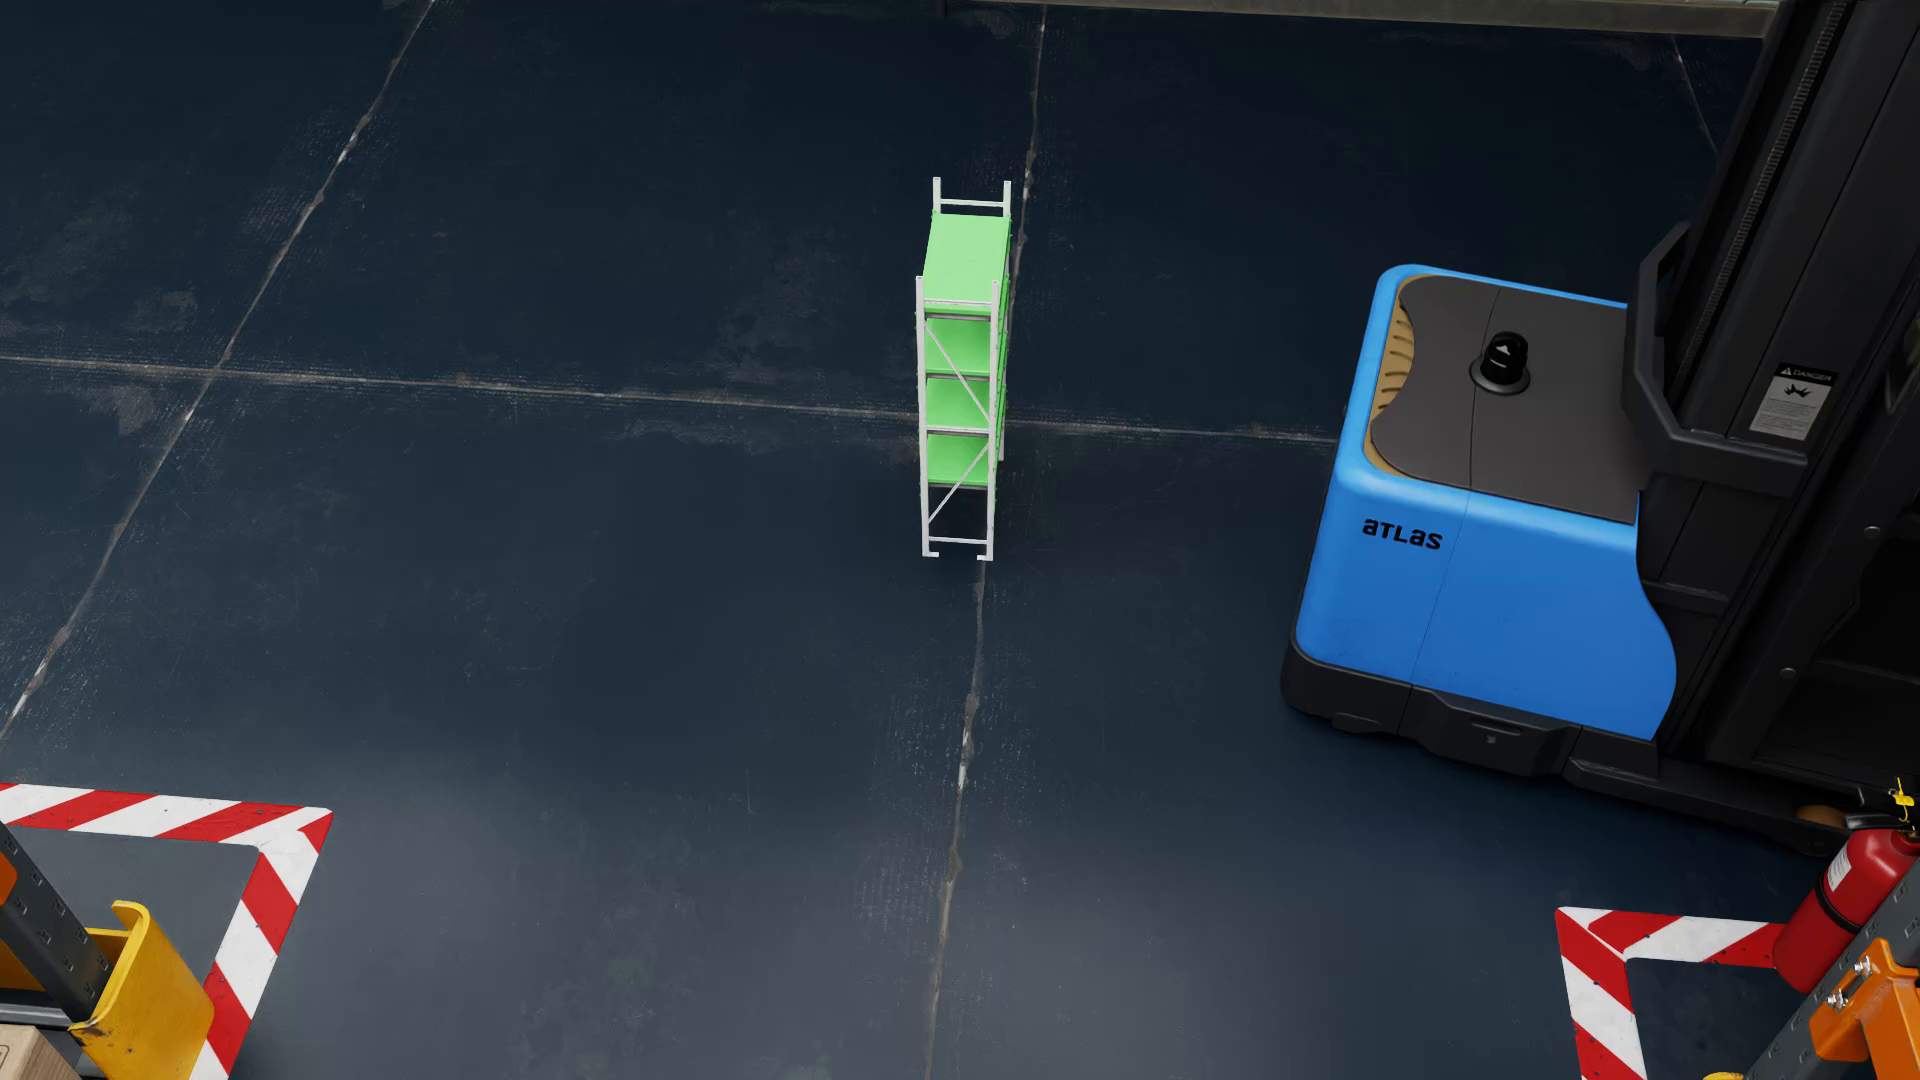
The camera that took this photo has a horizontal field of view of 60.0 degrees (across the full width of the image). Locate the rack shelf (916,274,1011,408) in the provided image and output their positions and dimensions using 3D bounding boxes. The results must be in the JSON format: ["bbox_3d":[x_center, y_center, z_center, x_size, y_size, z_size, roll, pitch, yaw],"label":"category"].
[{"bbox_3d":[0.015,-0.645,5.289,0.258,0.148,0.480,4,48,4],"label":"rack shelf"}]

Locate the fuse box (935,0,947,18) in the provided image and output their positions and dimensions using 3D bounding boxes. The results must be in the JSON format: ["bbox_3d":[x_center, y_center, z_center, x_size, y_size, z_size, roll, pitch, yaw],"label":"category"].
[{"bbox_3d":[-0.068,-3.106,7.431,0.539,1.711,0.414,4,48,4],"label":"fuse box"}]

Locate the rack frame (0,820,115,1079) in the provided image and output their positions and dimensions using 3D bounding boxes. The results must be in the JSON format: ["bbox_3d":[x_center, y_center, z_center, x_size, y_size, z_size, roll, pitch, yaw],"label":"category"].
[{"bbox_3d":[-2.637,0.356,3.391,1.000,3.000,0.127,4,48,4],"label":"rack frame"}]

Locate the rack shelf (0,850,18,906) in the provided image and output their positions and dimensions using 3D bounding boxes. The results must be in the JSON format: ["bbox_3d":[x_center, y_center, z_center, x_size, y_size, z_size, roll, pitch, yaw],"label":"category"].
[{"bbox_3d":[-2.820,2.069,2.313,1.077,0.370,4.000,4,48,4],"label":"rack shelf"}]

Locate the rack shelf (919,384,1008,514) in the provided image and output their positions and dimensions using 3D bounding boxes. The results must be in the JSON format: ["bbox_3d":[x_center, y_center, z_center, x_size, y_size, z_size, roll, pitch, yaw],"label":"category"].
[{"bbox_3d":[0.015,-0.321,5.643,0.258,0.148,0.480,4,48,4],"label":"rack shelf"}]

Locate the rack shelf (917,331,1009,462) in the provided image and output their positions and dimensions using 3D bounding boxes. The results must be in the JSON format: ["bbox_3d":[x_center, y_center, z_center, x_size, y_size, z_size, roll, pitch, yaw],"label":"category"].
[{"bbox_3d":[0.015,-0.483,5.466,0.258,0.148,0.480,4,48,4],"label":"rack shelf"}]

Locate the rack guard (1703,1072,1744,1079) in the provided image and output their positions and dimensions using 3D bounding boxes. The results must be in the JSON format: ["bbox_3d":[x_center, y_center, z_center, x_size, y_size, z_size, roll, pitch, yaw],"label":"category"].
[{"bbox_3d":[2.299,1.587,3.960,1.175,0.500,0.348,4,48,4],"label":"rack guard"}]

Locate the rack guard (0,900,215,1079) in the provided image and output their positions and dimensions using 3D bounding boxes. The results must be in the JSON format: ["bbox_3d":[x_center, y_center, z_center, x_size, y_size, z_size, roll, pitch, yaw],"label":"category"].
[{"bbox_3d":[-2.635,1.182,4.330,1.175,0.500,0.348,4,48,4],"label":"rack guard"}]

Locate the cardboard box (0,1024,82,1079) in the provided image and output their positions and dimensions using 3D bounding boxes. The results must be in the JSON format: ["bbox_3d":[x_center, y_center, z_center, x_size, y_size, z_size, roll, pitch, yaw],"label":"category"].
[{"bbox_3d":[-2.598,1.571,3.732,0.875,0.438,0.875,2,48,2],"label":"cardboard box"}]

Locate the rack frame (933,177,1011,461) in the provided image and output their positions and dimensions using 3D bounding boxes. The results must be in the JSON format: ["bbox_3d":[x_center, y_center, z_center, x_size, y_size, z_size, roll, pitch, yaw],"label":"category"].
[{"bbox_3d":[0.037,-0.706,5.583,0.240,1.200,0.015,4,48,4],"label":"rack frame"}]

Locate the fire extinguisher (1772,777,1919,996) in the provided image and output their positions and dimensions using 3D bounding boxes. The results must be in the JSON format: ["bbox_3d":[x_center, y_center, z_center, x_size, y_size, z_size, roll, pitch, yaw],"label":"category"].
[{"bbox_3d":[1.859,0.700,3.382,0.296,0.674,0.183,4,48,4],"label":"fire extinguisher"}]

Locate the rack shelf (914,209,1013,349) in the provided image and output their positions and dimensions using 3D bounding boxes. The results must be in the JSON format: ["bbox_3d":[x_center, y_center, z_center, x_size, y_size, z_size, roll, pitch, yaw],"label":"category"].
[{"bbox_3d":[0.015,-0.807,5.111,0.258,0.148,0.480,4,48,4],"label":"rack shelf"}]

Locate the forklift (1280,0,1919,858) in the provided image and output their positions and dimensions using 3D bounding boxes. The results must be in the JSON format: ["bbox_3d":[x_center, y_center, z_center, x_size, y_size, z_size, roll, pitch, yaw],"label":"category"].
[{"bbox_3d":[2.581,-0.457,4.181,3.031,2.935,1.130,13,49,12],"label":"forklift"}]

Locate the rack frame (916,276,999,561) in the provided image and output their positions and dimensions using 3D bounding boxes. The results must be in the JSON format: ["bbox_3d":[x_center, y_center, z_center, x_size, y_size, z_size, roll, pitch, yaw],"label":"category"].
[{"bbox_3d":[-0.007,-0.347,5.255,0.240,1.200,0.015,4,48,4],"label":"rack frame"}]

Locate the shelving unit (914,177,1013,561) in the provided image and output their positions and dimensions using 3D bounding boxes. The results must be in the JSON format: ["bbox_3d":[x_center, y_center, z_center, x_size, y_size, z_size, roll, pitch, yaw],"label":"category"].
[{"bbox_3d":[0.015,-0.527,5.419,0.258,1.200,0.503,4,48,4],"label":"shelving unit"}]

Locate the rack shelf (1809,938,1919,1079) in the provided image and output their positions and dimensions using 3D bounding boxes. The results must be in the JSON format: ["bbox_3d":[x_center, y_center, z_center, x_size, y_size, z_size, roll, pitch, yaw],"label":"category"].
[{"bbox_3d":[2.124,2.400,2.010,1.077,0.370,4.000,4,48,4],"label":"rack shelf"}]
